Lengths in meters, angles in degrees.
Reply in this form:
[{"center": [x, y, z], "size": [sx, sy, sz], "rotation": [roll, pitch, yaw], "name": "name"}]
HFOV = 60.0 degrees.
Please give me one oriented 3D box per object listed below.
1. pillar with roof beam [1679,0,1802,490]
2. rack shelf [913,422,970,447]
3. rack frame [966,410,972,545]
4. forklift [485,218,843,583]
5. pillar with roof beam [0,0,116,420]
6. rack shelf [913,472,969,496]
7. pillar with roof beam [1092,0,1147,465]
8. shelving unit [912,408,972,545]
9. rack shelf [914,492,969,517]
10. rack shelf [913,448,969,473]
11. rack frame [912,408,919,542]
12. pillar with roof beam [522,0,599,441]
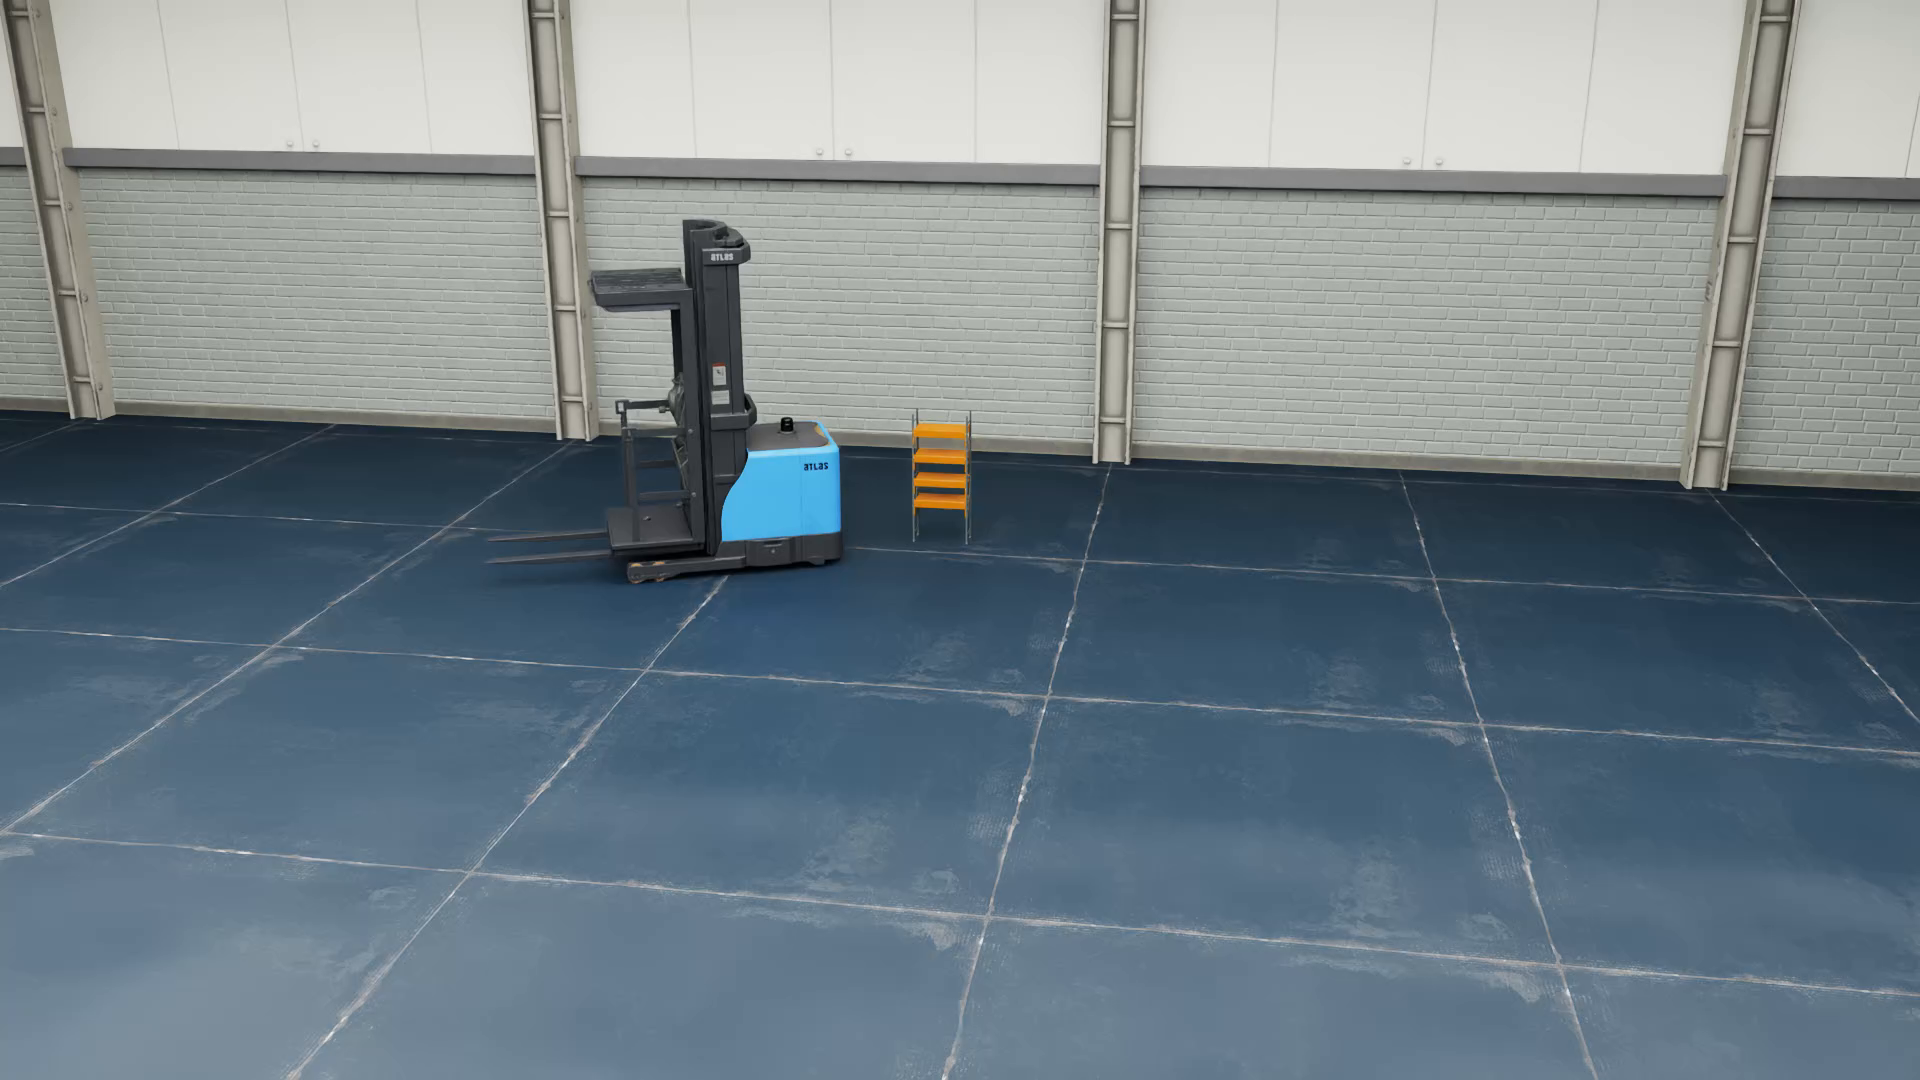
[{"center": [6.871, -3.476, 11.456], "size": [0.400, 9.000, 9.100], "rotation": [3, 19, 9], "name": "pillar with roof beam"}, {"center": [-0.163, -0.950, 14.960], "size": [0.480, 0.148, 0.258], "rotation": [3, 19, 9], "name": "rack shelf"}, {"center": [0.077, -0.565, 15.048], "size": [0.015, 1.200, 0.240], "rotation": [3, 19, 9], "name": "rack frame"}, {"center": [-2.601, -1.207, 14.239], "size": [3.031, 2.935, 1.130], "rotation": [-5, 19, -13], "name": "forklift"}, {"center": [-10.901, -4.382, 14.163], "size": [0.400, 9.000, 9.100], "rotation": [3, 19, 9], "name": "pillar with roof beam"}, {"center": [-0.163, -0.514, 15.106], "size": [0.480, 0.148, 0.258], "rotation": [3, 19, 9], "name": "rack shelf"}, {"center": [0.947, -3.778, 12.358], "size": [0.400, 9.000, 9.100], "rotation": [3, 19, 9], "name": "pillar with roof beam"}, {"center": [-0.163, -0.577, 15.084], "size": [0.503, 1.200, 0.258], "rotation": [3, 19, 9], "name": "shelving unit"}, {"center": [-0.163, -0.325, 15.169], "size": [0.480, 0.148, 0.258], "rotation": [3, 19, 9], "name": "rack shelf"}, {"center": [-0.163, -0.726, 15.035], "size": [0.480, 0.148, 0.258], "rotation": [3, 19, 9], "name": "rack shelf"}, {"center": [-0.404, -0.590, 15.121], "size": [0.015, 1.200, 0.240], "rotation": [3, 19, 9], "name": "rack frame"}, {"center": [-4.977, -4.080, 13.261], "size": [0.400, 9.000, 9.100], "rotation": [3, 19, 9], "name": "pillar with roof beam"}]
